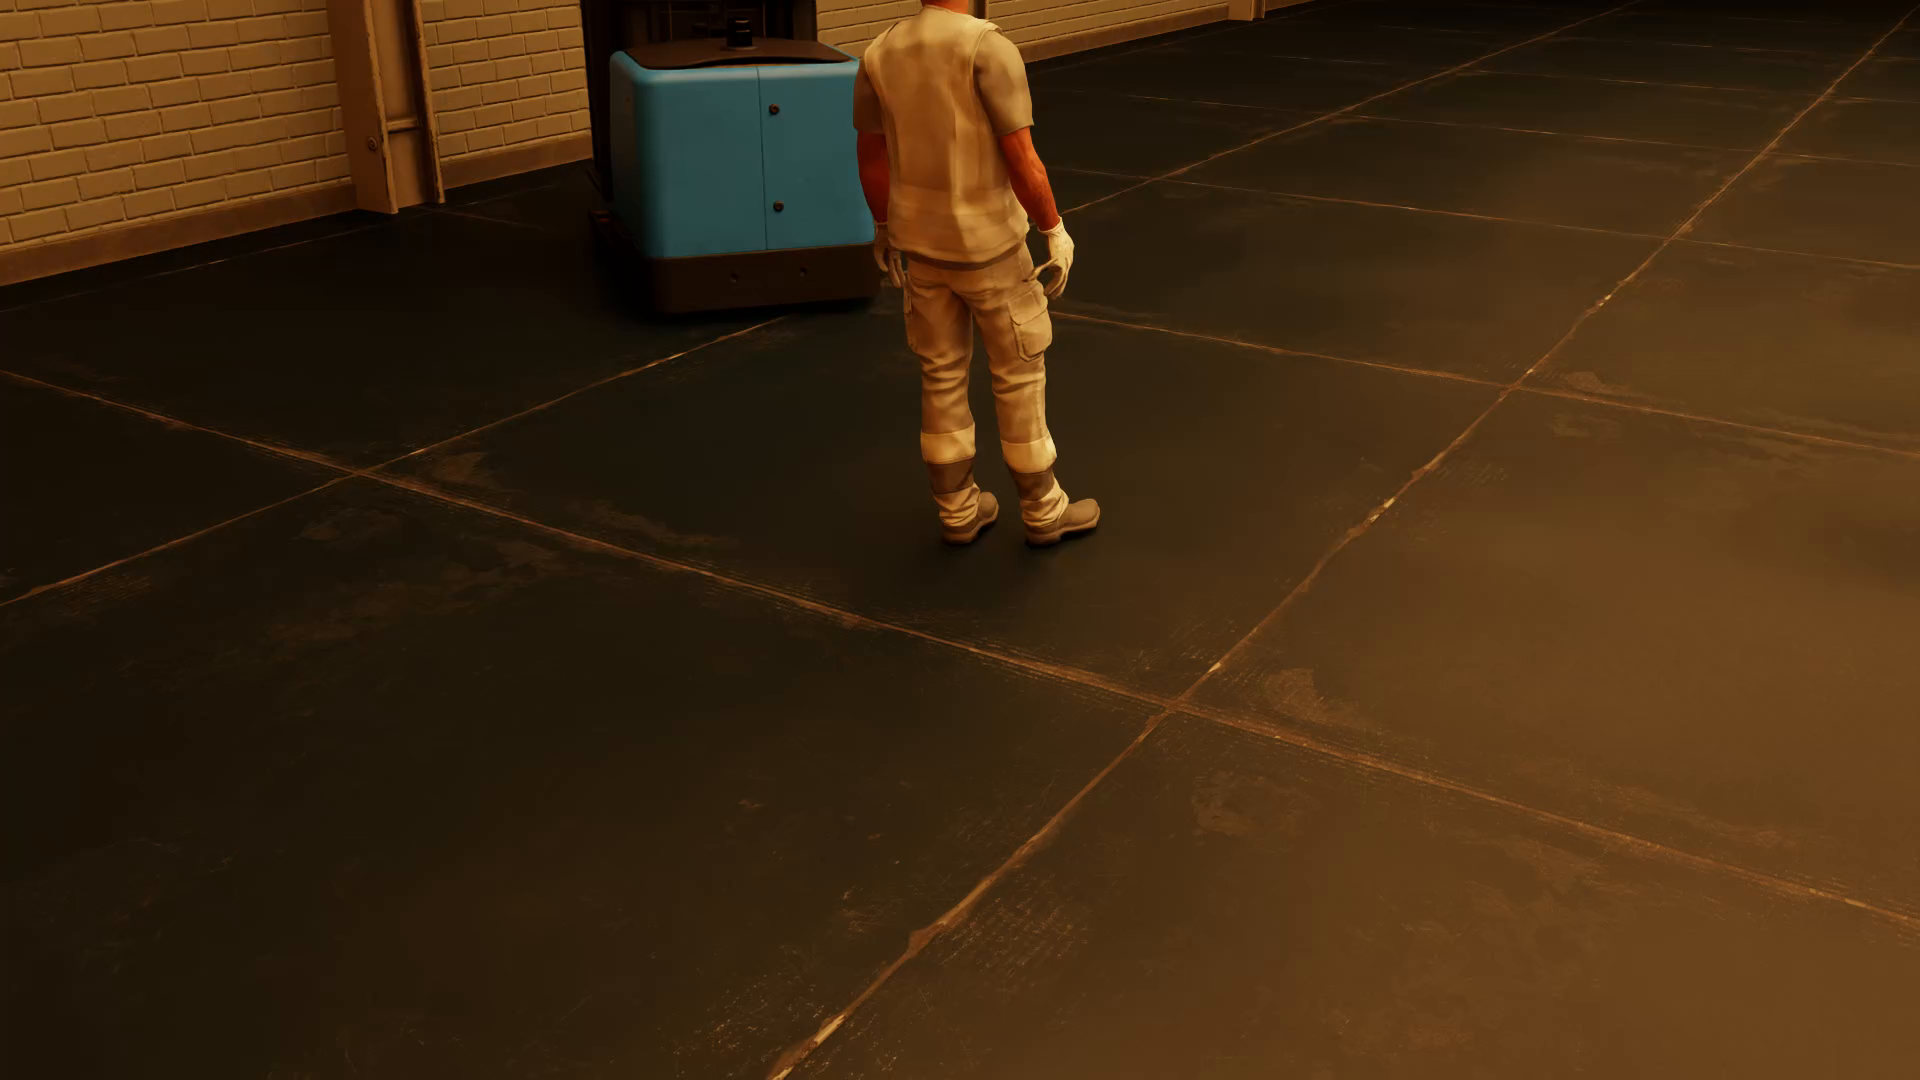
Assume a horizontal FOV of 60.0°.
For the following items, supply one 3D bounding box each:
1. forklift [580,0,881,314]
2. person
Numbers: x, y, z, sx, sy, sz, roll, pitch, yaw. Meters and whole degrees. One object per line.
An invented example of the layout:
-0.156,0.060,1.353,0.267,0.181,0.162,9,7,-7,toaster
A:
-1.301,-2.868,8.013,1.130,2.935,3.031,-7,24,-17,forklift
0.054,-0.854,4.741,0.637,1.790,0.562,14,27,30,person
